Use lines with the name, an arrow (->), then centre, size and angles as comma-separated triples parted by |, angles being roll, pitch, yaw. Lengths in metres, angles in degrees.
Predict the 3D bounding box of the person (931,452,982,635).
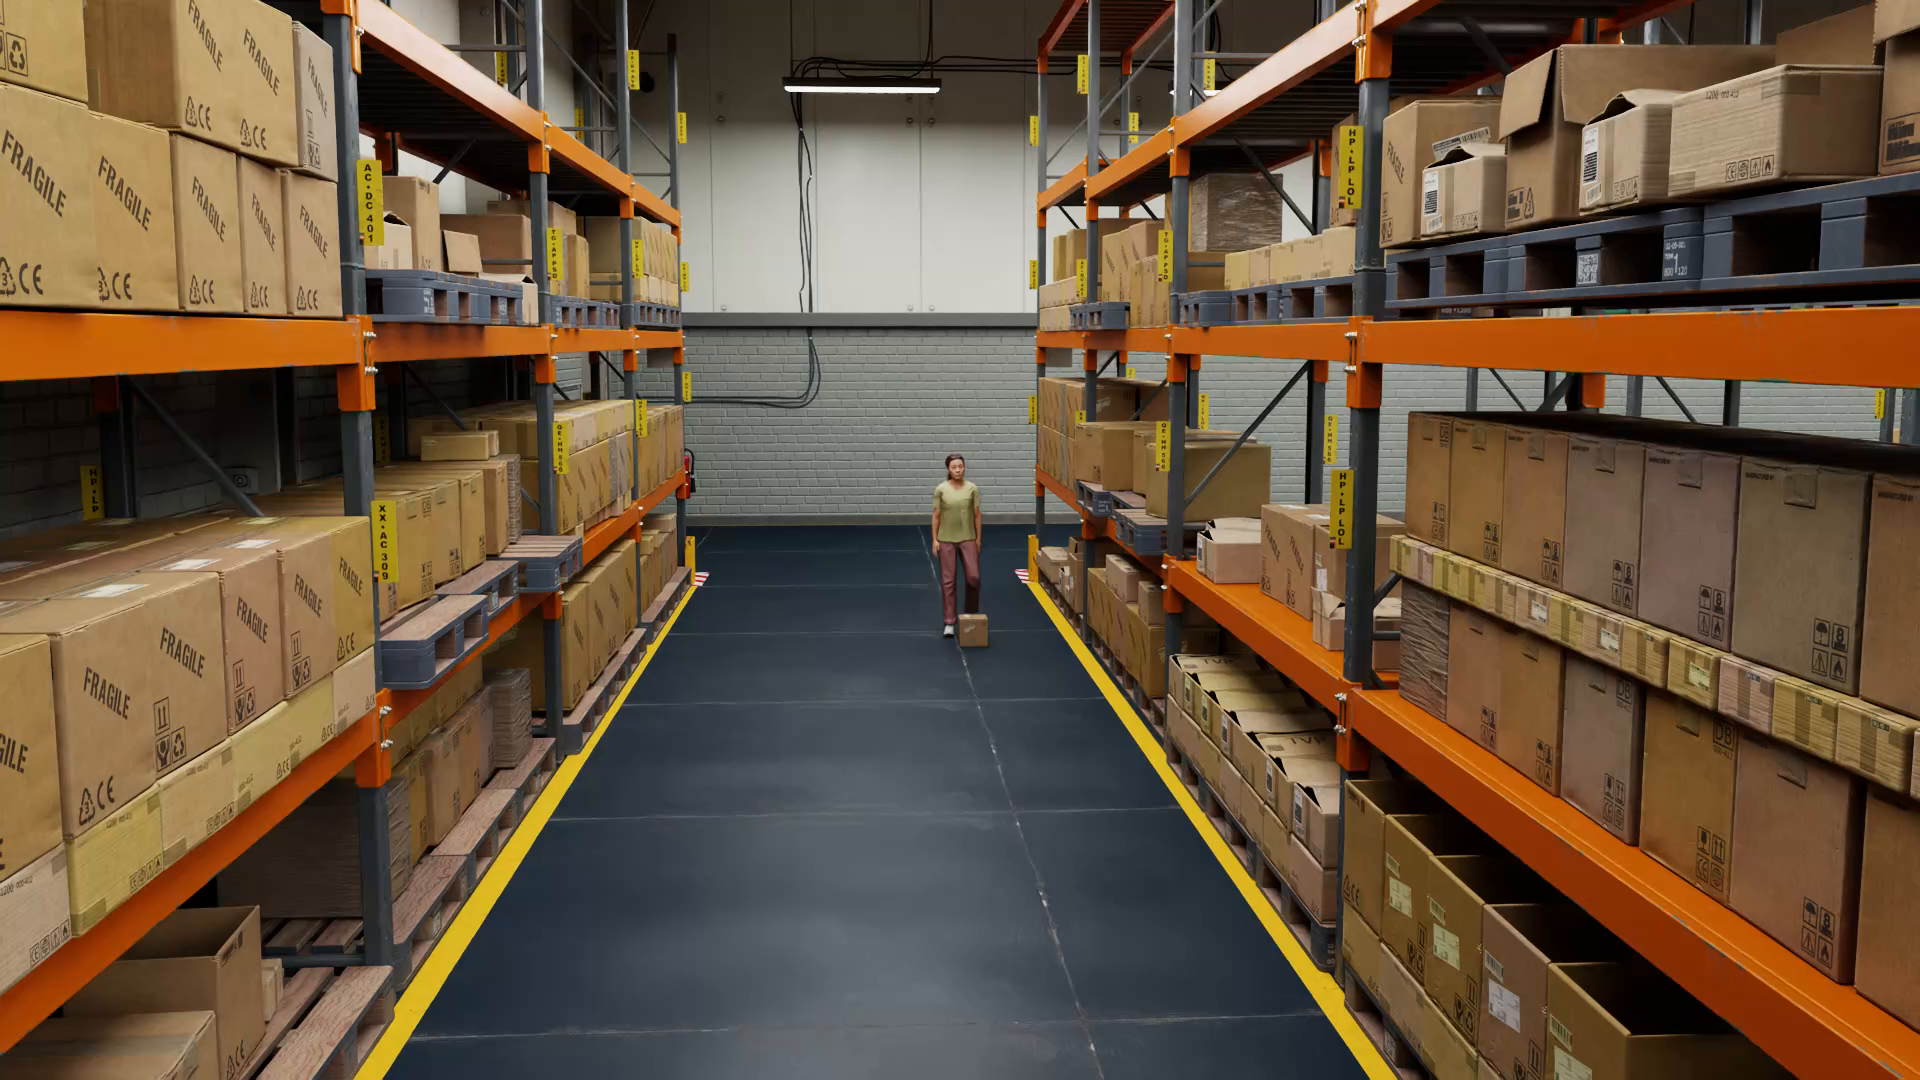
person -> -0.029, 0.038, 15.348 | 0.469, 1.683, 0.443 | 0, 7, -2
